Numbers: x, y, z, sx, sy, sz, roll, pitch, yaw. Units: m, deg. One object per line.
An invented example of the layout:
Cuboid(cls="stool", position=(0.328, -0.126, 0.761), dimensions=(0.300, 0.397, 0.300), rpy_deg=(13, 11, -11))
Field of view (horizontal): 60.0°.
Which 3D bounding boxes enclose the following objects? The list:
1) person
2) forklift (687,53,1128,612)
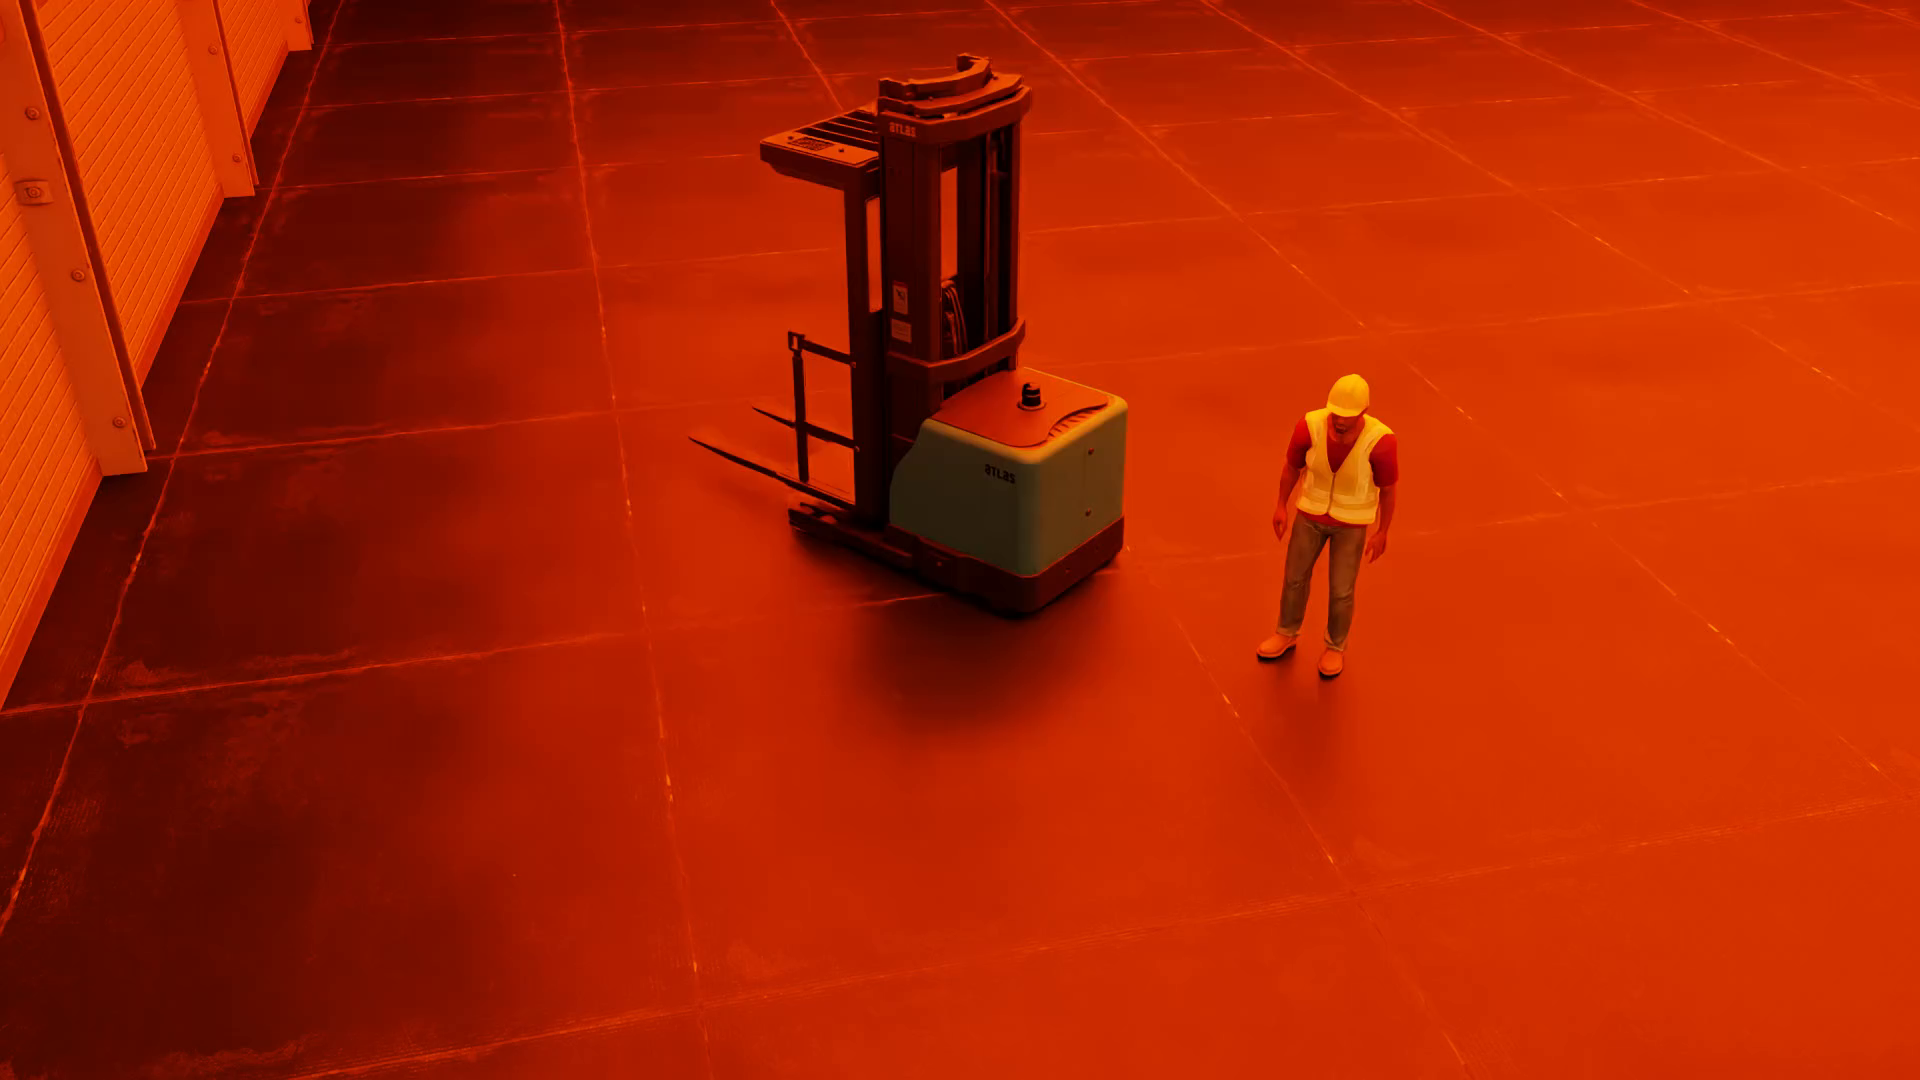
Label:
Cuboid(cls="person", position=(1.992, -0.103, 8.926), dimensions=(0.629, 1.759, 0.460), rpy_deg=(15, 33, 25))
Cuboid(cls="forklift", position=(-0.463, -1.443, 10.068), dimensions=(3.031, 2.935, 1.130), rpy_deg=(22, 36, 33))
